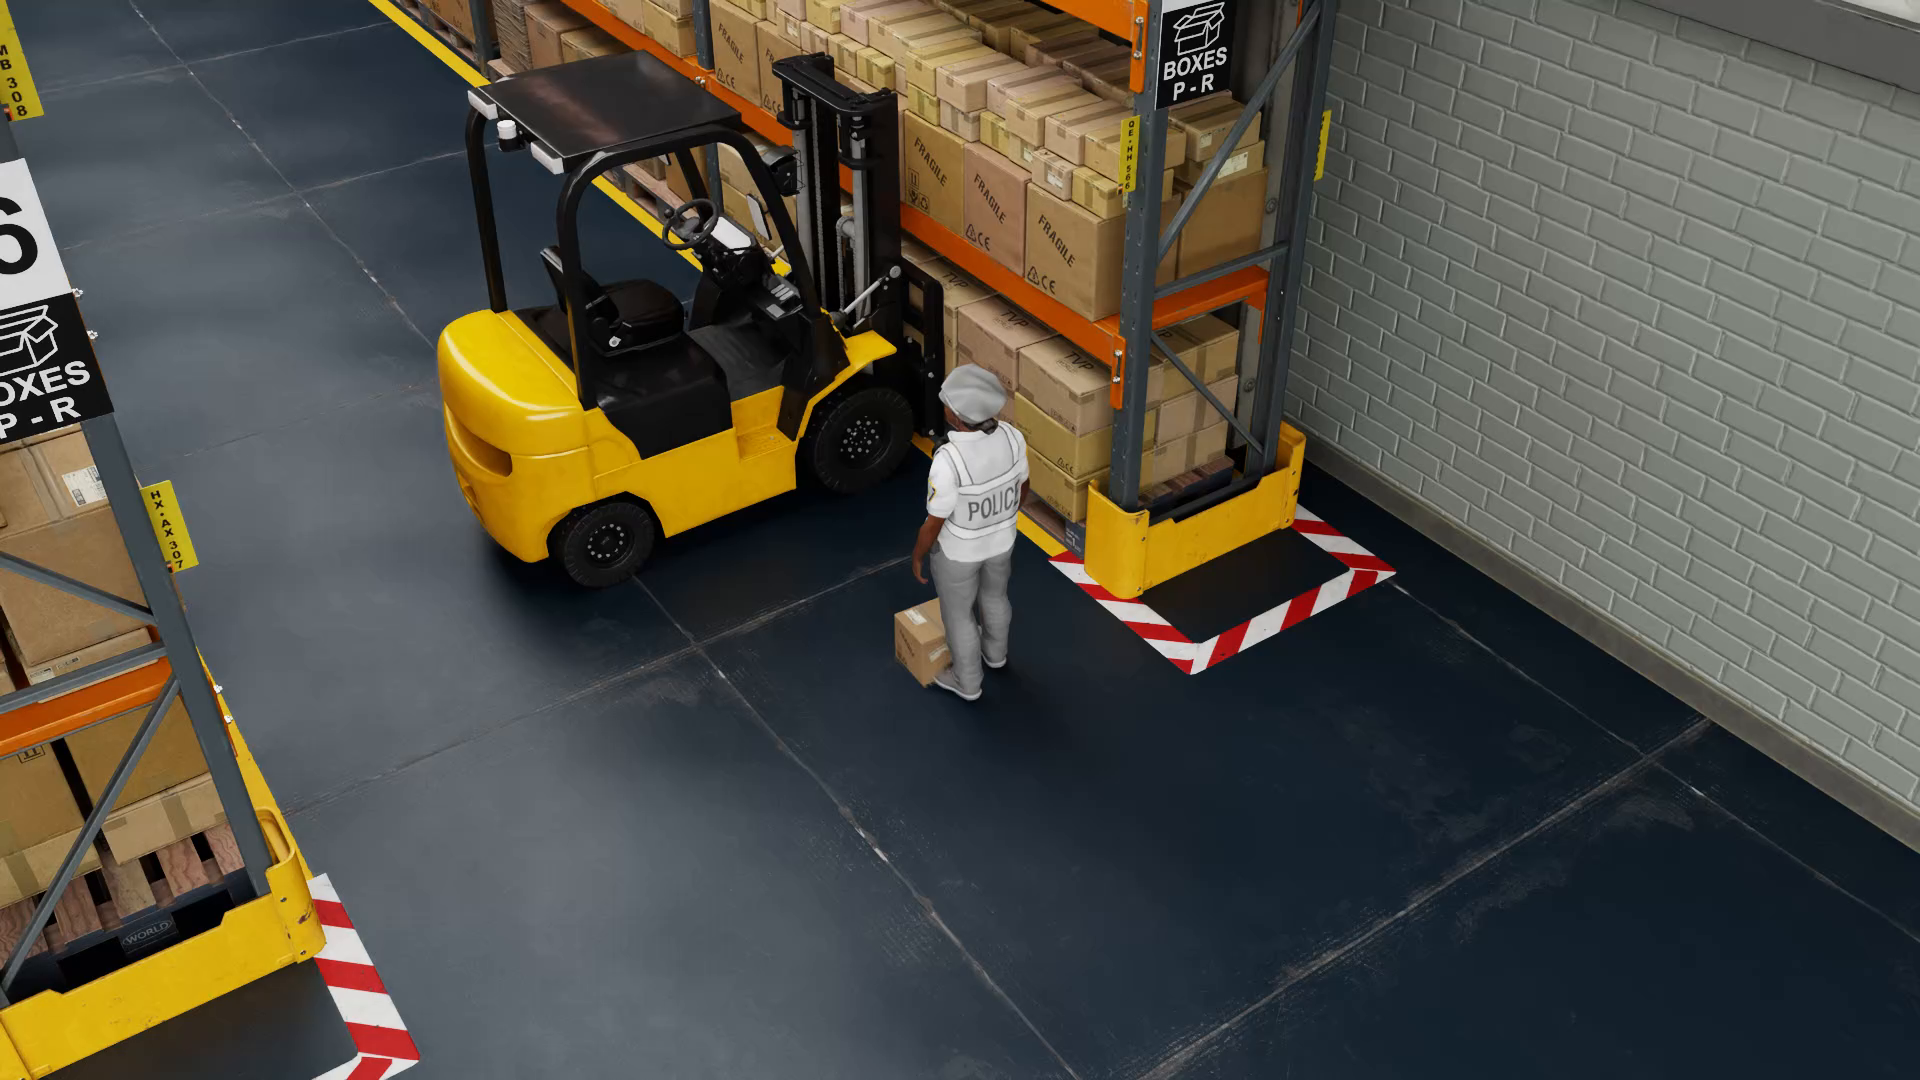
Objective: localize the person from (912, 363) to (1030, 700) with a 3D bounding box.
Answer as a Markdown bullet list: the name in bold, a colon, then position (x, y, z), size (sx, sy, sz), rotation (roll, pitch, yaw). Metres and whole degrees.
- **person**: position (0.019, -0.038, 7.009), size (0.569, 1.695, 0.530), rotation (-23, 42, -27)
